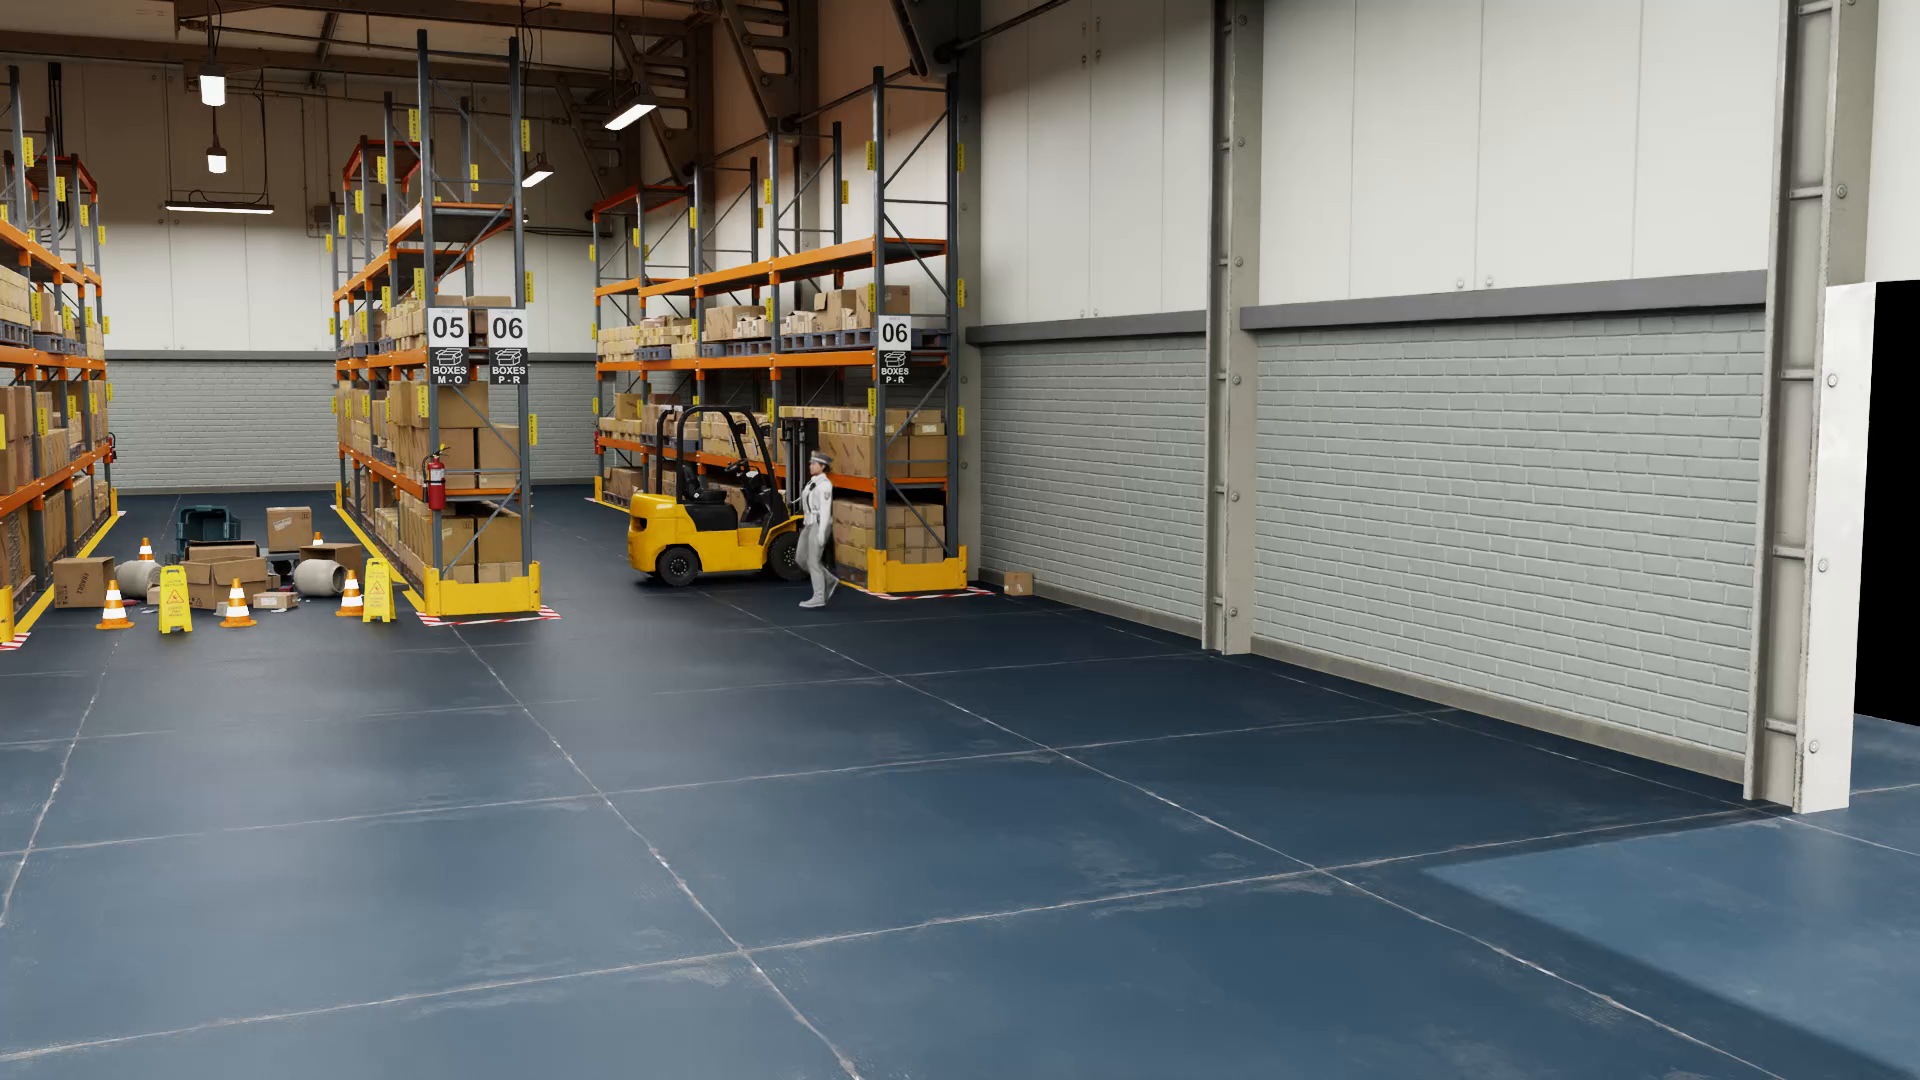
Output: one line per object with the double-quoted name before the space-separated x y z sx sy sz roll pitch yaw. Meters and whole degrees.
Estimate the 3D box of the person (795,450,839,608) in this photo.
"person" -1.507 -0.126 17.867 0.482 1.682 0.498 -2 6 -23
